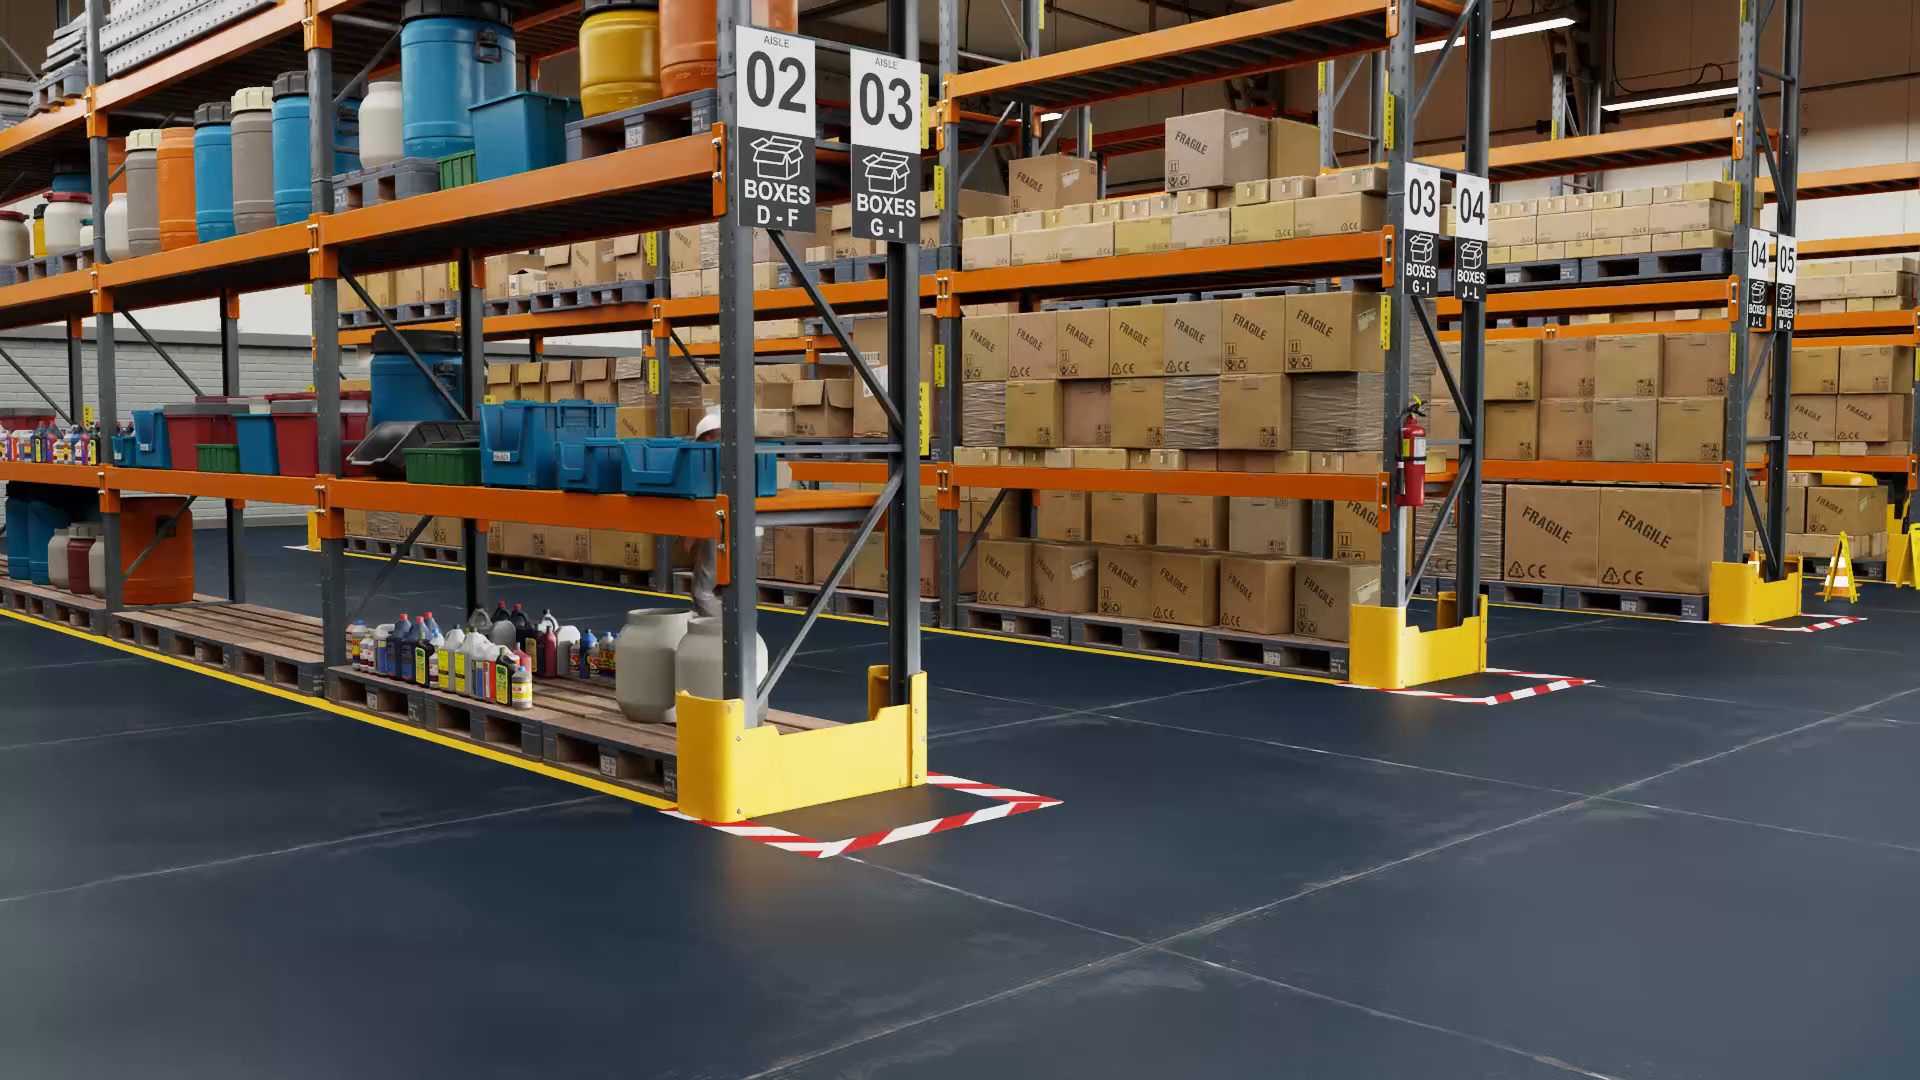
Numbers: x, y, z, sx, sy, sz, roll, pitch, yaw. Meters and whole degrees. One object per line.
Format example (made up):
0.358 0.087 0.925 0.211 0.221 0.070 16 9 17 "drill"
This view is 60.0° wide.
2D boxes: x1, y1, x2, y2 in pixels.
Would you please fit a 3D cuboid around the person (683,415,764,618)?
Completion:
-1.661 -0.029 11.646 0.567 1.695 0.515 -4 5 -42 "person"
